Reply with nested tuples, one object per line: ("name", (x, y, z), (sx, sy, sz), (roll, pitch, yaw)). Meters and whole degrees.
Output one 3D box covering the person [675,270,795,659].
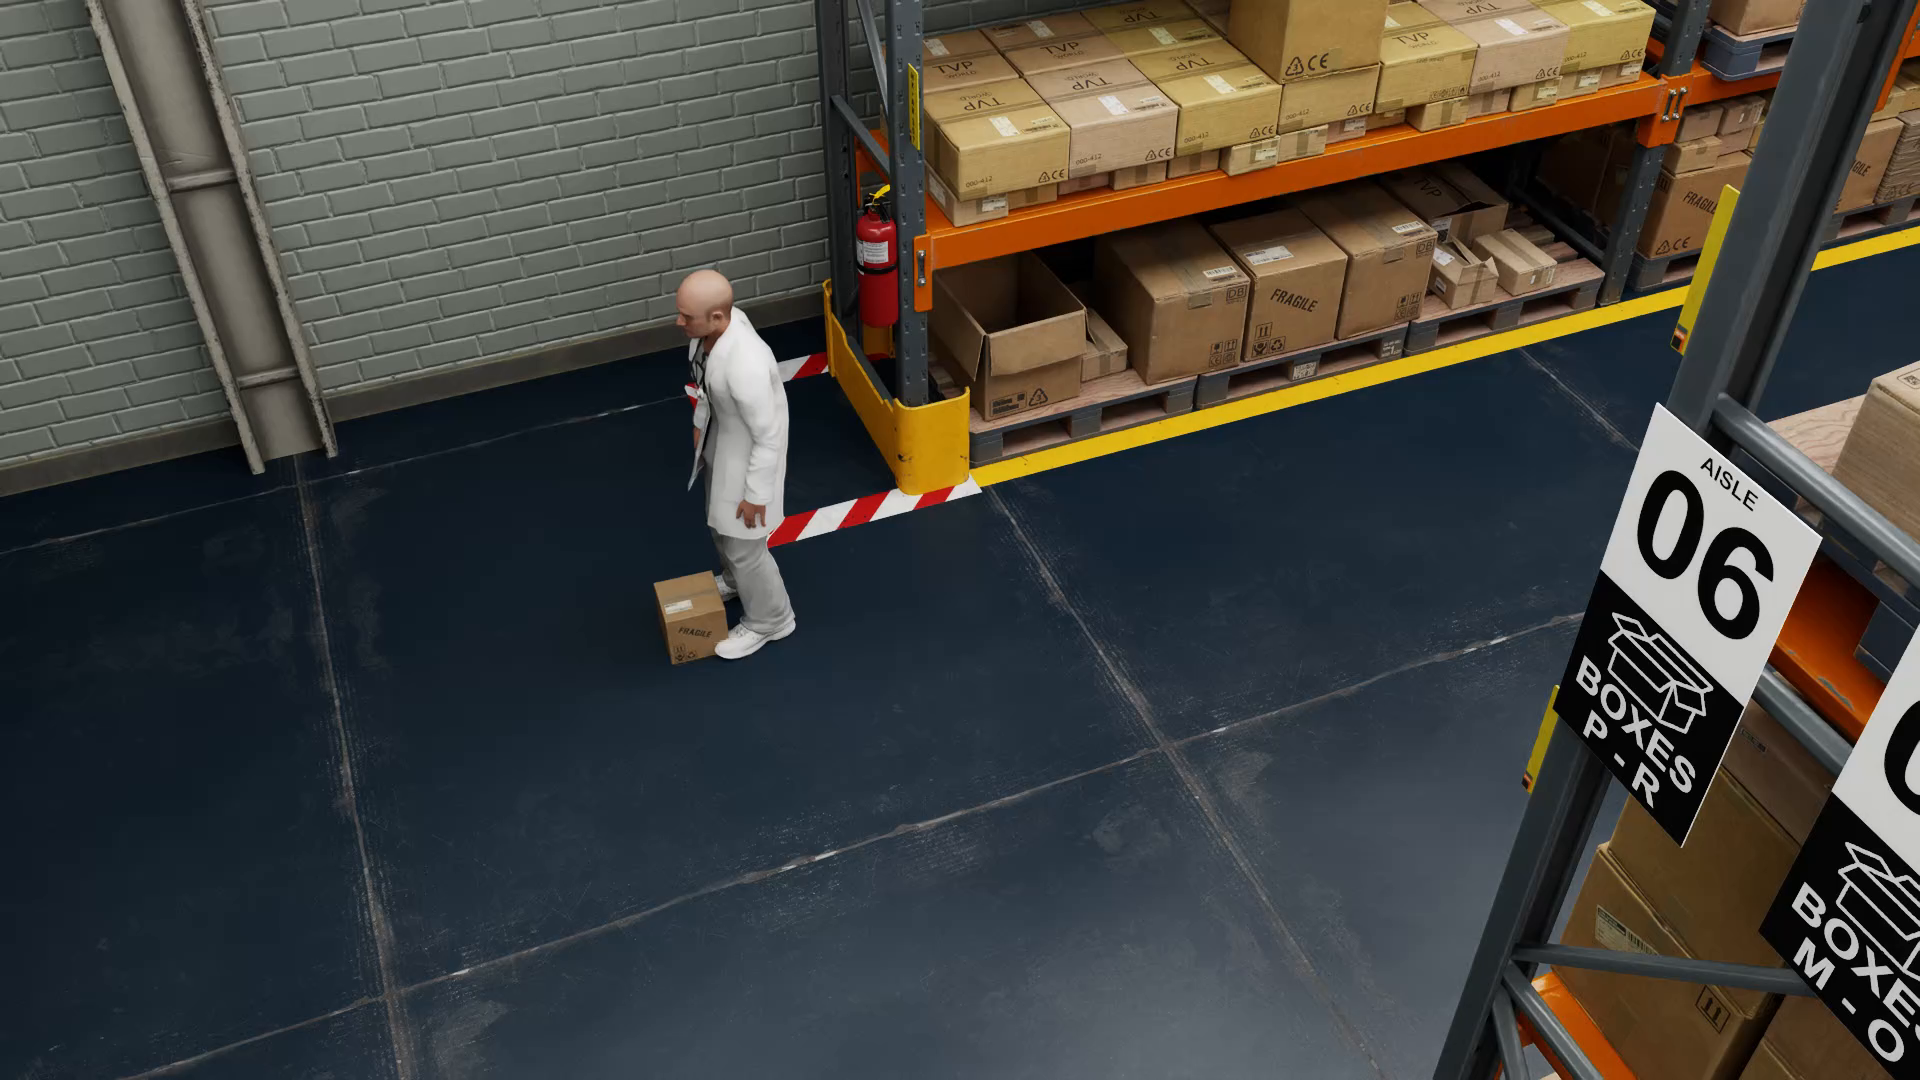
("person", (-0.884, -0.309, 6.524), (0.429, 1.772, 0.648), (-18, 44, -19))
